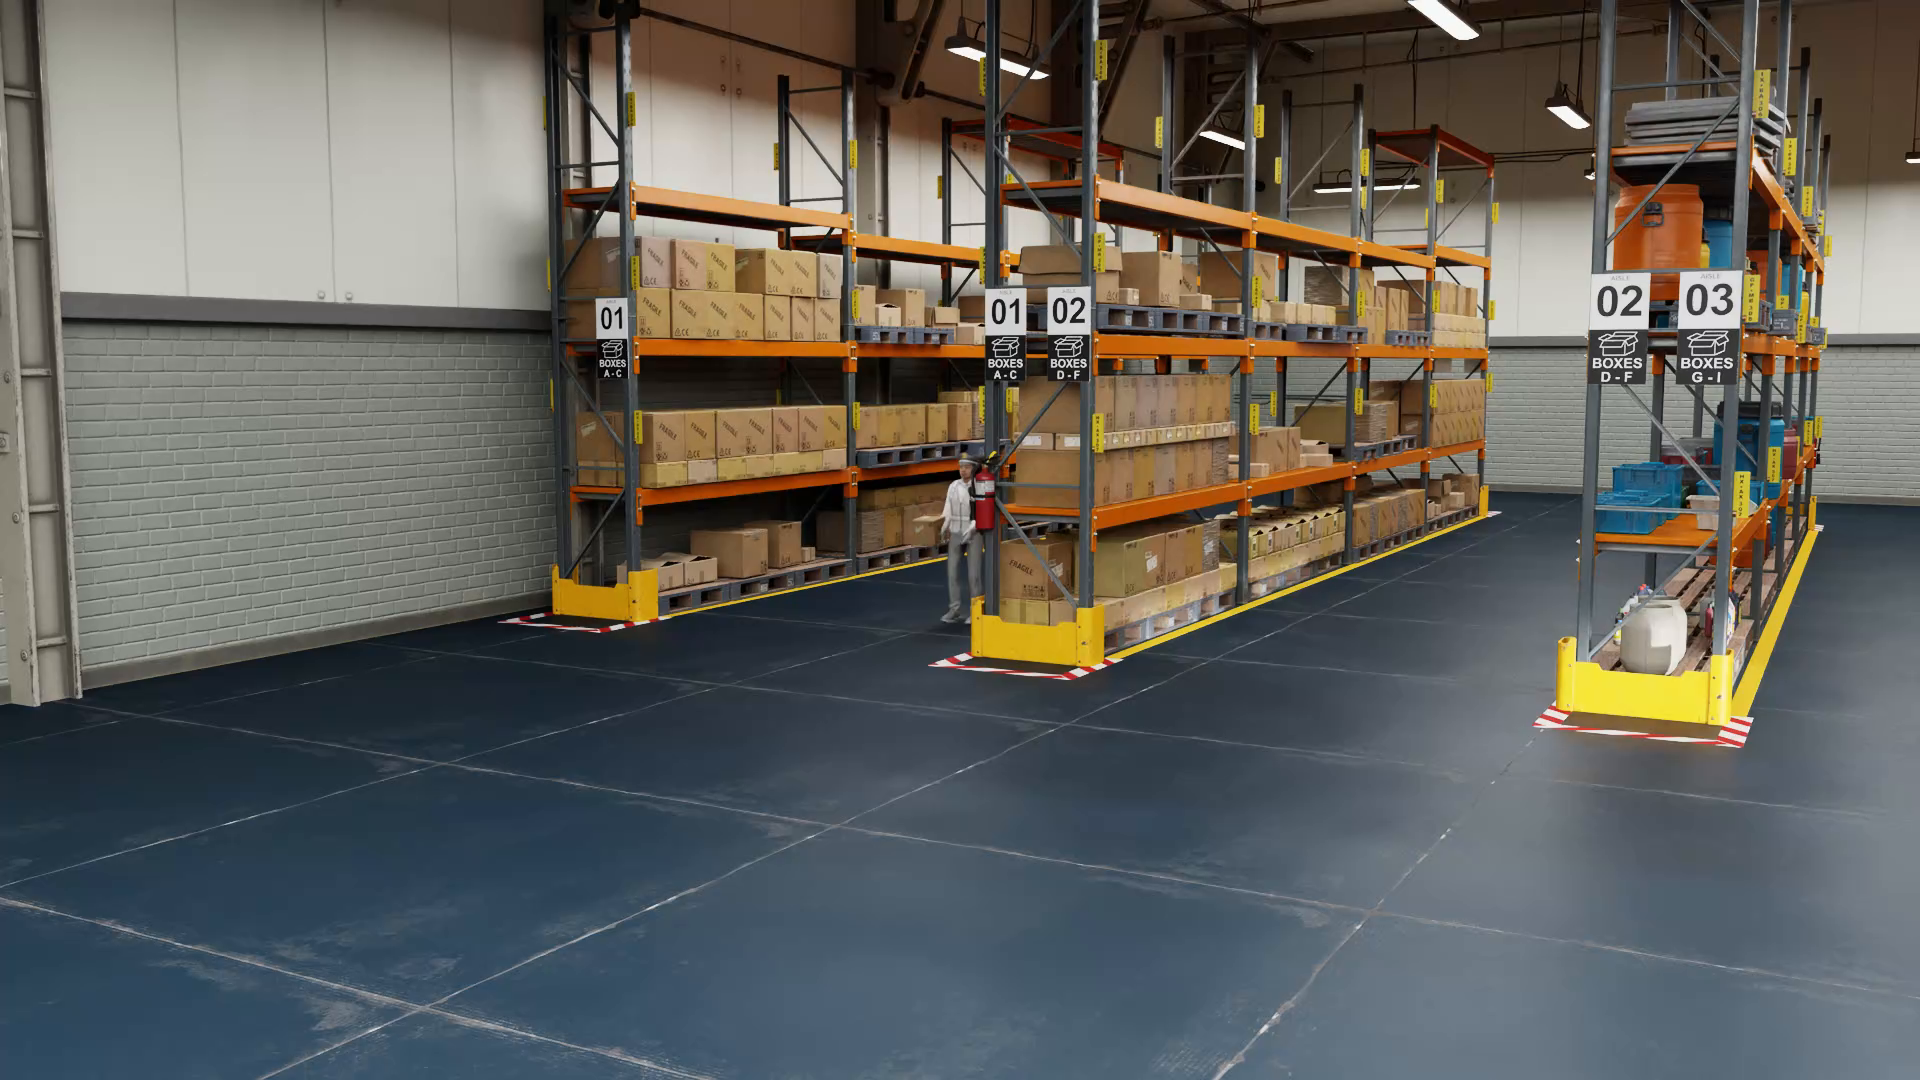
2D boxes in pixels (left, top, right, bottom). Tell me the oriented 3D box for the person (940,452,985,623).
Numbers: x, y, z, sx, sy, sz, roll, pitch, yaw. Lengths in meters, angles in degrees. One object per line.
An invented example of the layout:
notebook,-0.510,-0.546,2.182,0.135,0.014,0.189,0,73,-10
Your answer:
person,0.031,-0.024,16.447,0.492,1.691,0.476,3,7,28
